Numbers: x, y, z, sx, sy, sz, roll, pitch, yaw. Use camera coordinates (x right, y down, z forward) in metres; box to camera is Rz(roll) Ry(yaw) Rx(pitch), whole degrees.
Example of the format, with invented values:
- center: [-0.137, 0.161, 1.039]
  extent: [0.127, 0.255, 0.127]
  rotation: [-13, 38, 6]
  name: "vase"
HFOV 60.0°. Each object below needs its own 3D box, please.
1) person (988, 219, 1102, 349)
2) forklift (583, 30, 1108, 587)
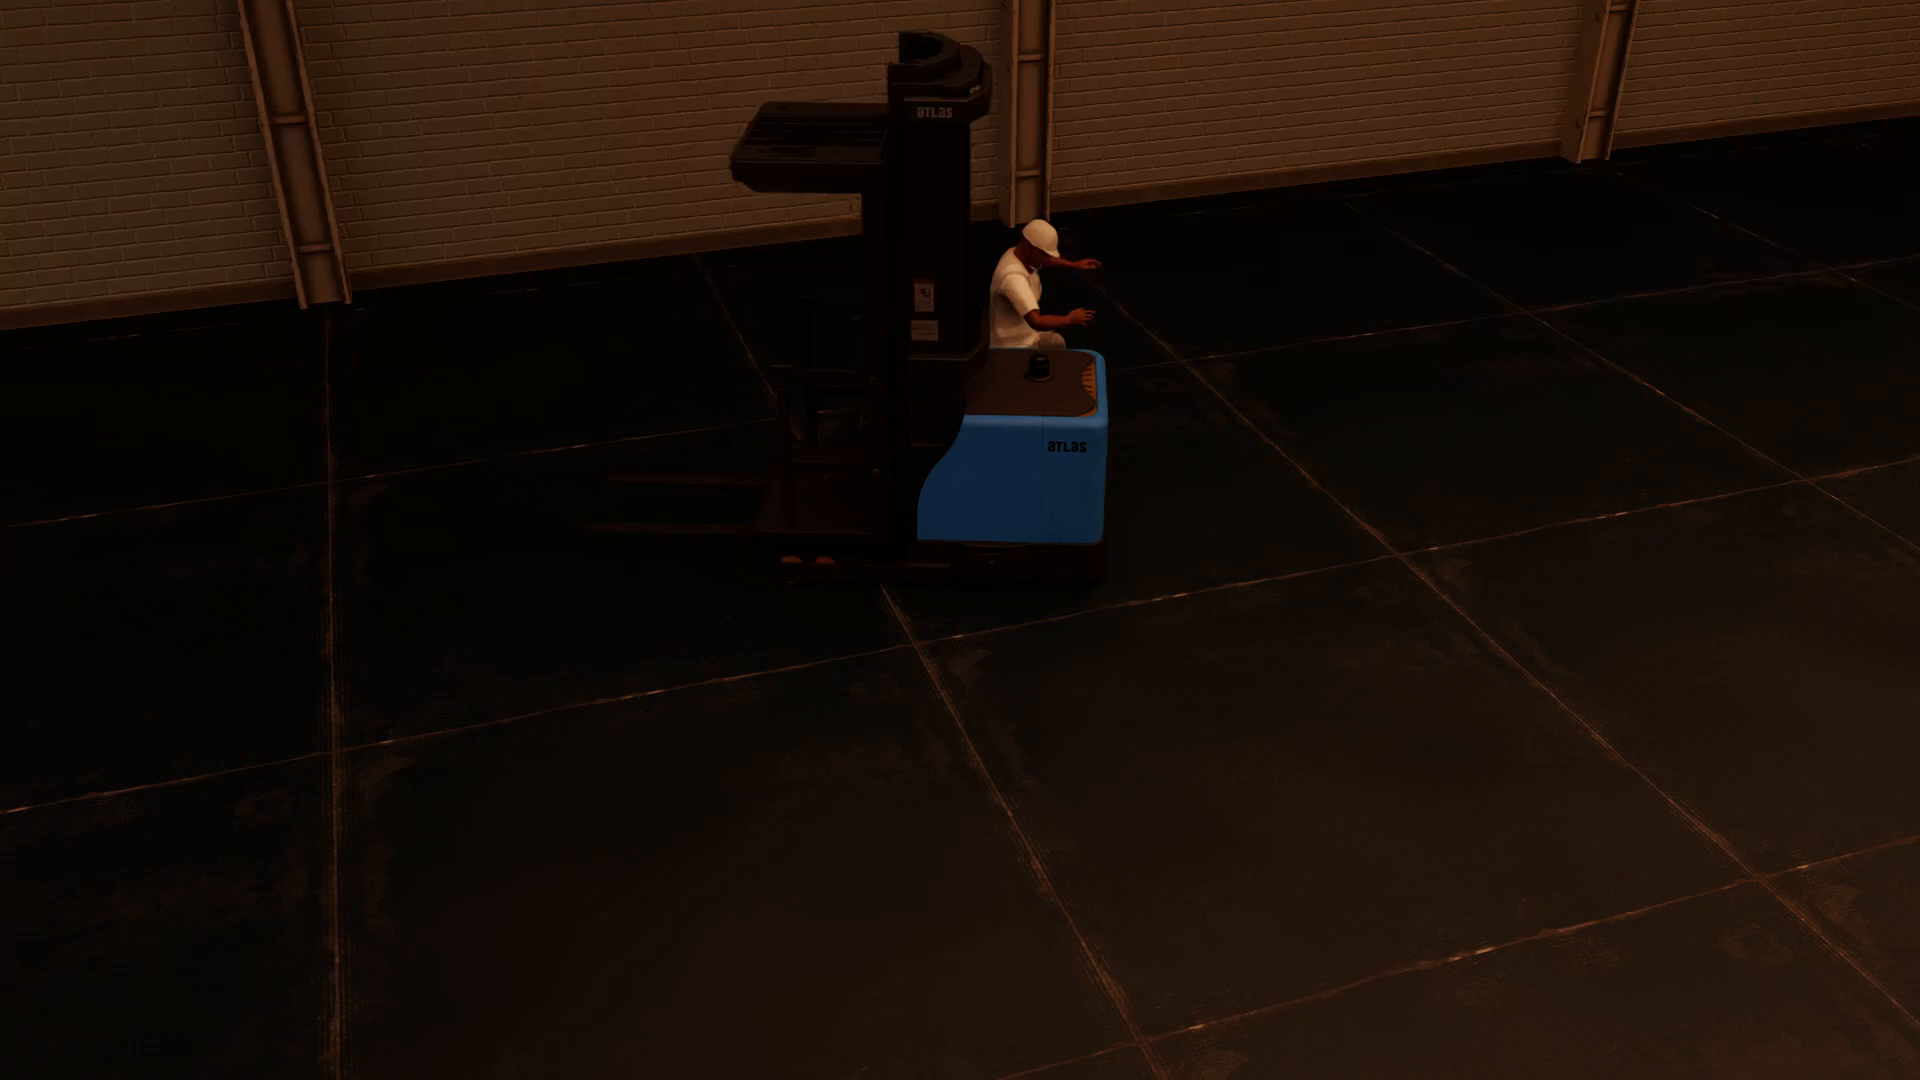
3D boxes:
- center: [0.538, -1.365, 10.868]
  extent: [0.698, 1.533, 1.196]
  rotation: [4, 30, 7]
  name: "person"
- center: [-0.670, -1.269, 9.293]
  extent: [3.031, 2.935, 1.130]
  rotation: [1, 30, 3]
  name: "forklift"
